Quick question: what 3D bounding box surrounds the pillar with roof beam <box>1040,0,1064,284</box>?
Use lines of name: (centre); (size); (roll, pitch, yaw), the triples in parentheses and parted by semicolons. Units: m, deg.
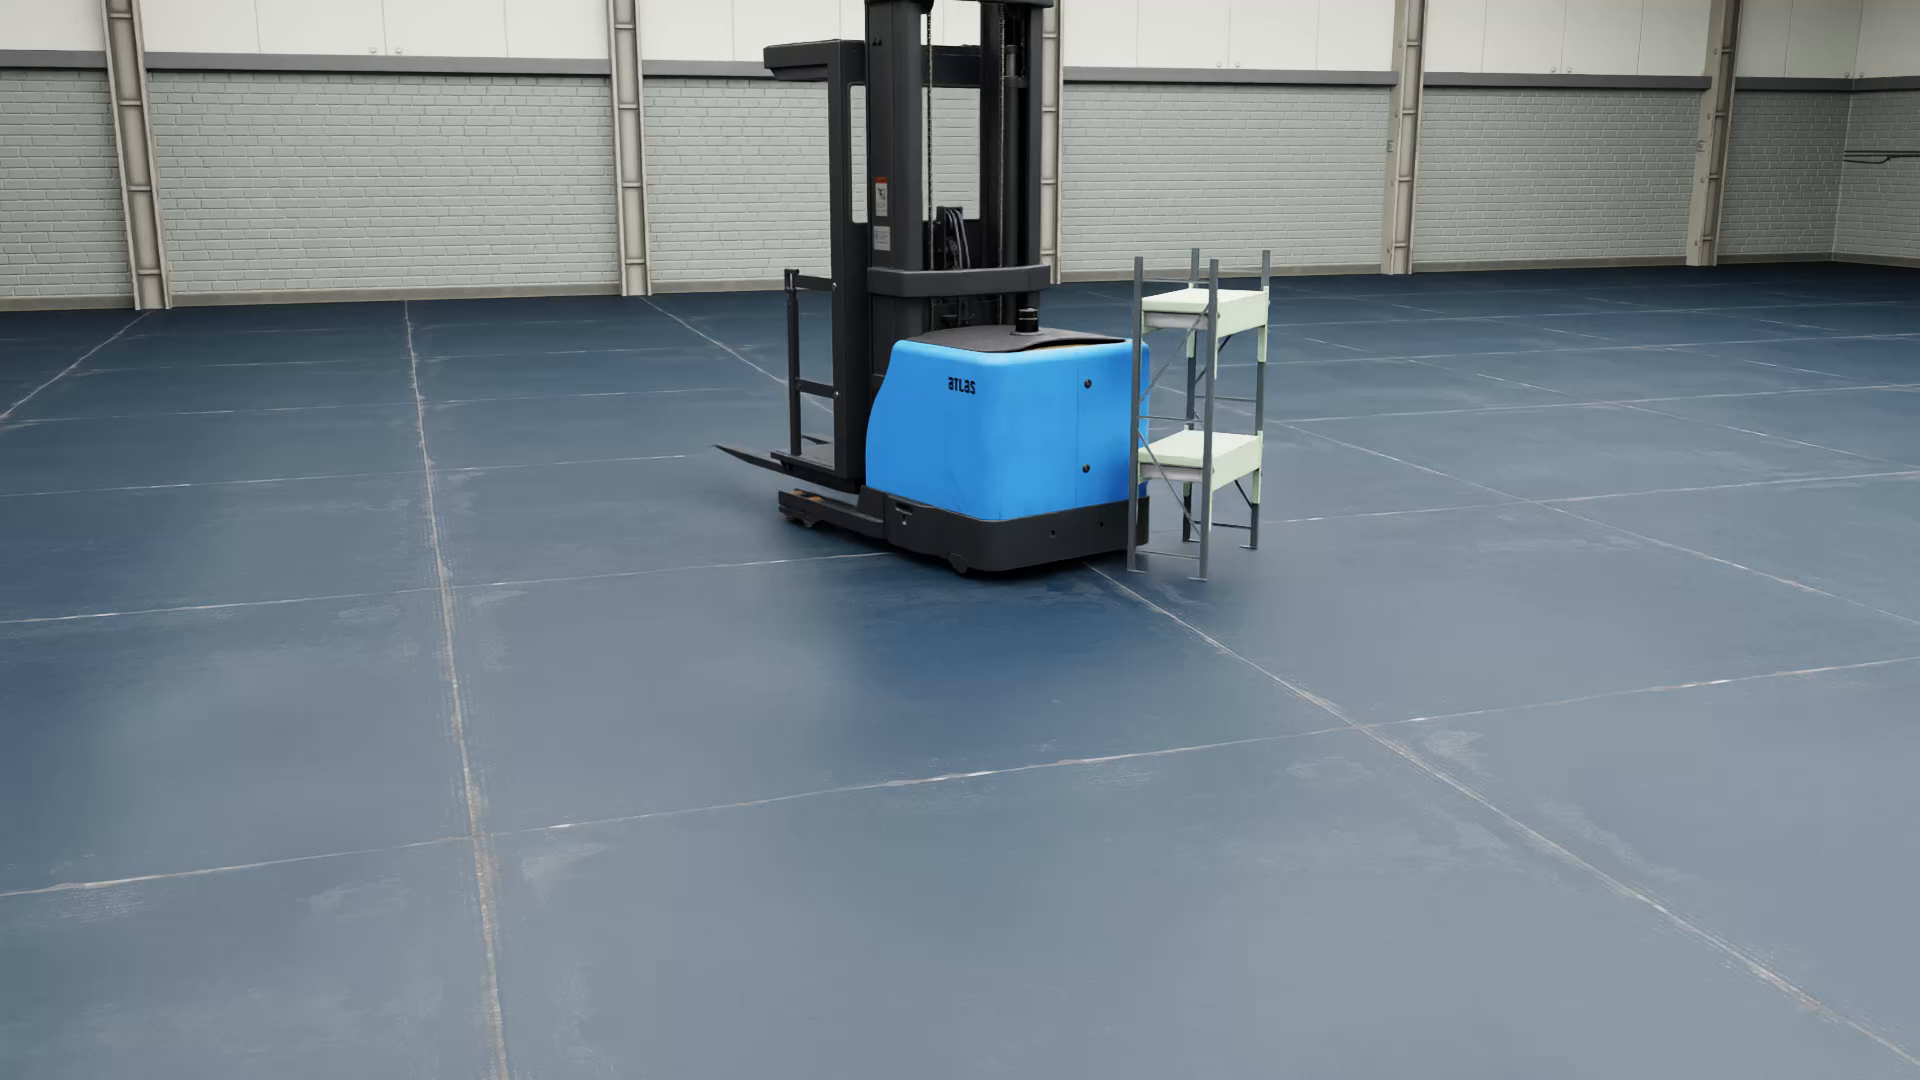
pillar with roof beam: (2.621, -7.233, 19.607); (0.400, 9.000, 9.100); (-4, 14, -18)

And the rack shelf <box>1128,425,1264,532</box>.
rack shelf: (1.159, -0.314, 8.131); (0.431, 0.370, 0.720); (7, 15, 28)

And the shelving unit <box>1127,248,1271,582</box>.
shelving unit: (1.159, -0.631, 8.055); (0.431, 1.500, 0.755); (7, 15, 28)

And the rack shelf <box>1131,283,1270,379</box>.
rack shelf: (1.159, -1.011, 7.965); (0.431, 0.370, 0.720); (7, 15, 28)

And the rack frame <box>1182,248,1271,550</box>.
rack frame: (1.334, -0.706, 8.368); (0.400, 1.500, 0.023); (7, 15, 28)

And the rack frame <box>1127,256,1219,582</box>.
rack frame: (0.985, -0.557, 7.742); (0.400, 1.500, 0.023); (7, 15, 28)

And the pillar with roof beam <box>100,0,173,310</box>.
pillar with roof beam: (-8.753, -6.348, 15.883); (0.400, 9.000, 9.100); (-4, 14, -18)

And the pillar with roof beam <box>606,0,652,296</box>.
pillar with roof beam: (-3.066, -6.791, 17.745); (0.400, 9.000, 9.100); (-4, 14, -18)

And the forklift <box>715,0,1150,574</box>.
forklift: (-0.333, -1.554, 8.843); (1.130, 2.935, 3.031); (-10, 16, -35)

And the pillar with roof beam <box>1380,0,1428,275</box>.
pillar with roof beam: (8.307, -7.676, 21.468); (0.400, 9.000, 9.100); (-4, 14, -18)

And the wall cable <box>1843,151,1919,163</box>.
wall cable: (15.835, -7.480, 27.354); (0.112, 2.526, 3.097); (-4, 14, -18)

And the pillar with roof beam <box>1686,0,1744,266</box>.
pillar with roof beam: (13.994, -8.119, 23.330); (0.400, 9.000, 9.100); (-4, 14, -18)
